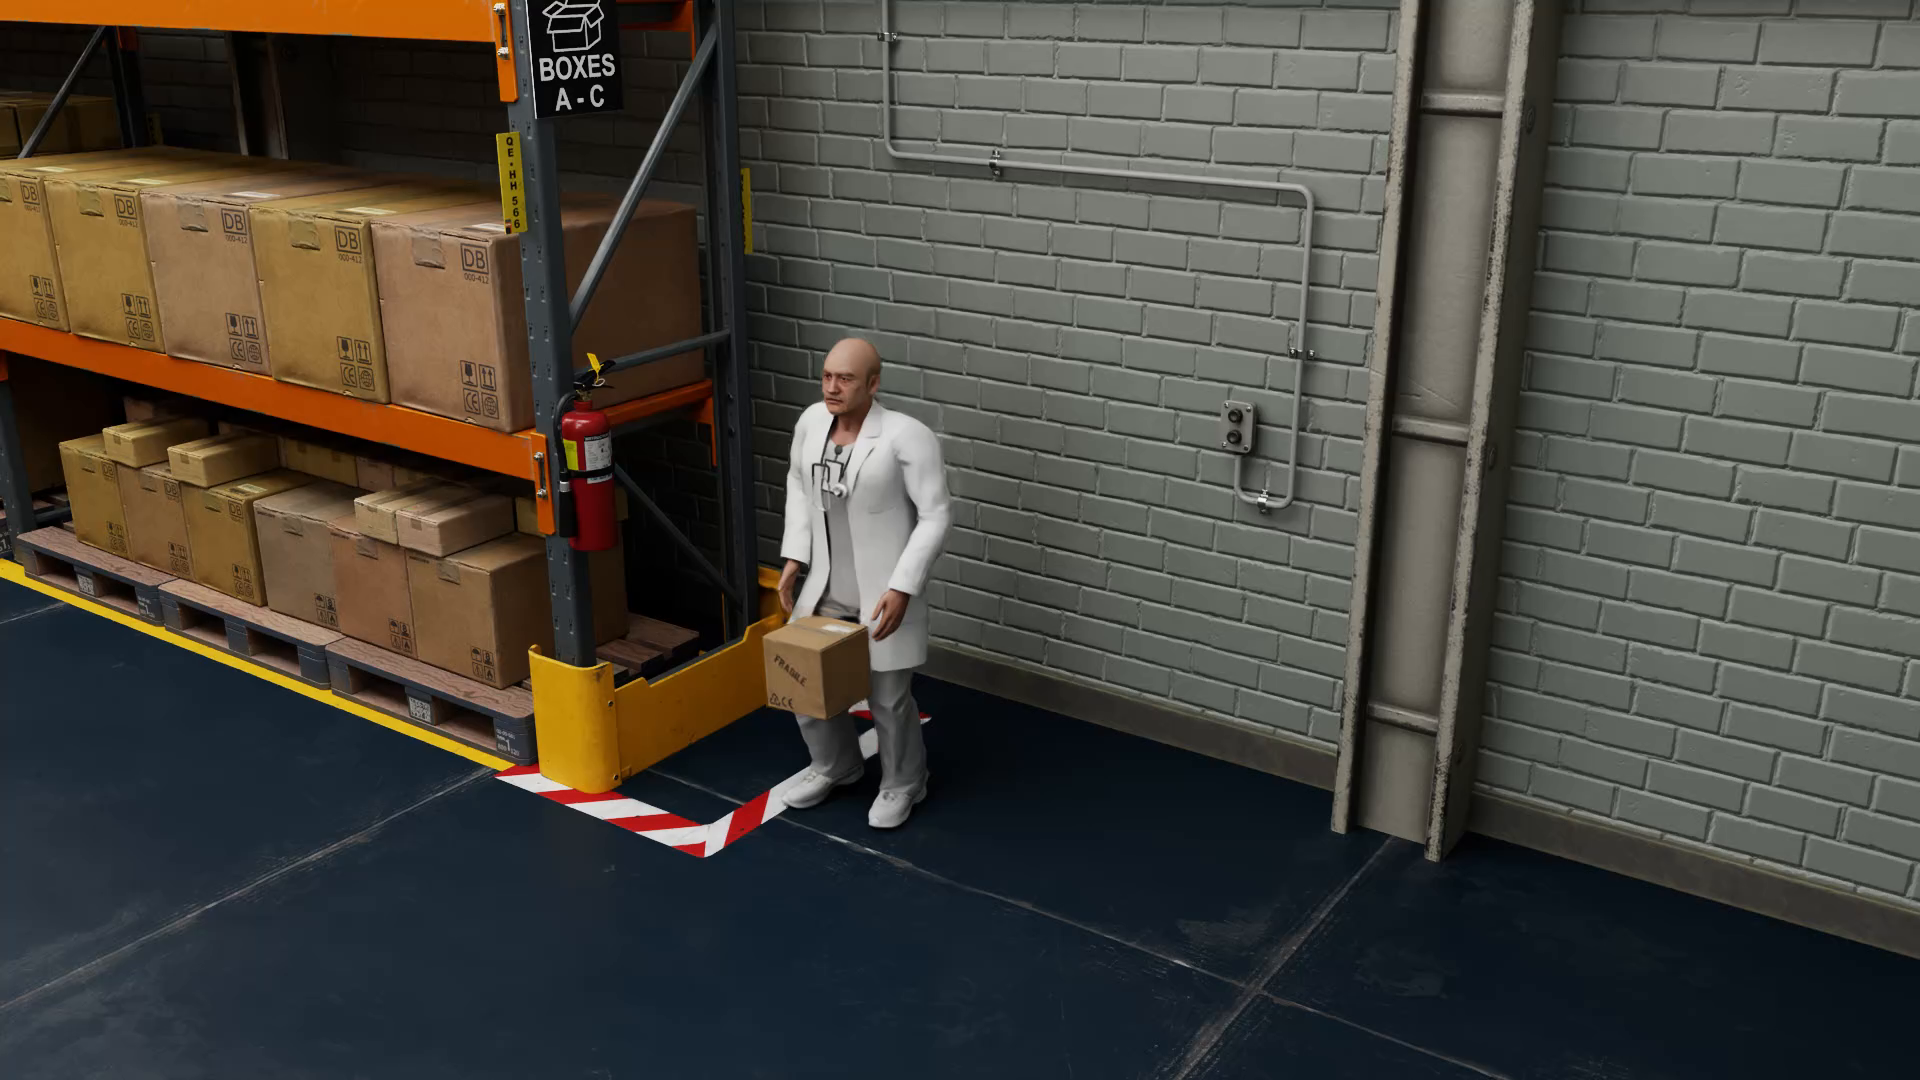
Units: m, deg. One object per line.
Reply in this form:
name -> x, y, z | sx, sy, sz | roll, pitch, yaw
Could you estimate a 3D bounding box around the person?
person -> -0.328, 0.158, 5.685 | 0.687, 1.747, 0.502 | 12, 23, 30
